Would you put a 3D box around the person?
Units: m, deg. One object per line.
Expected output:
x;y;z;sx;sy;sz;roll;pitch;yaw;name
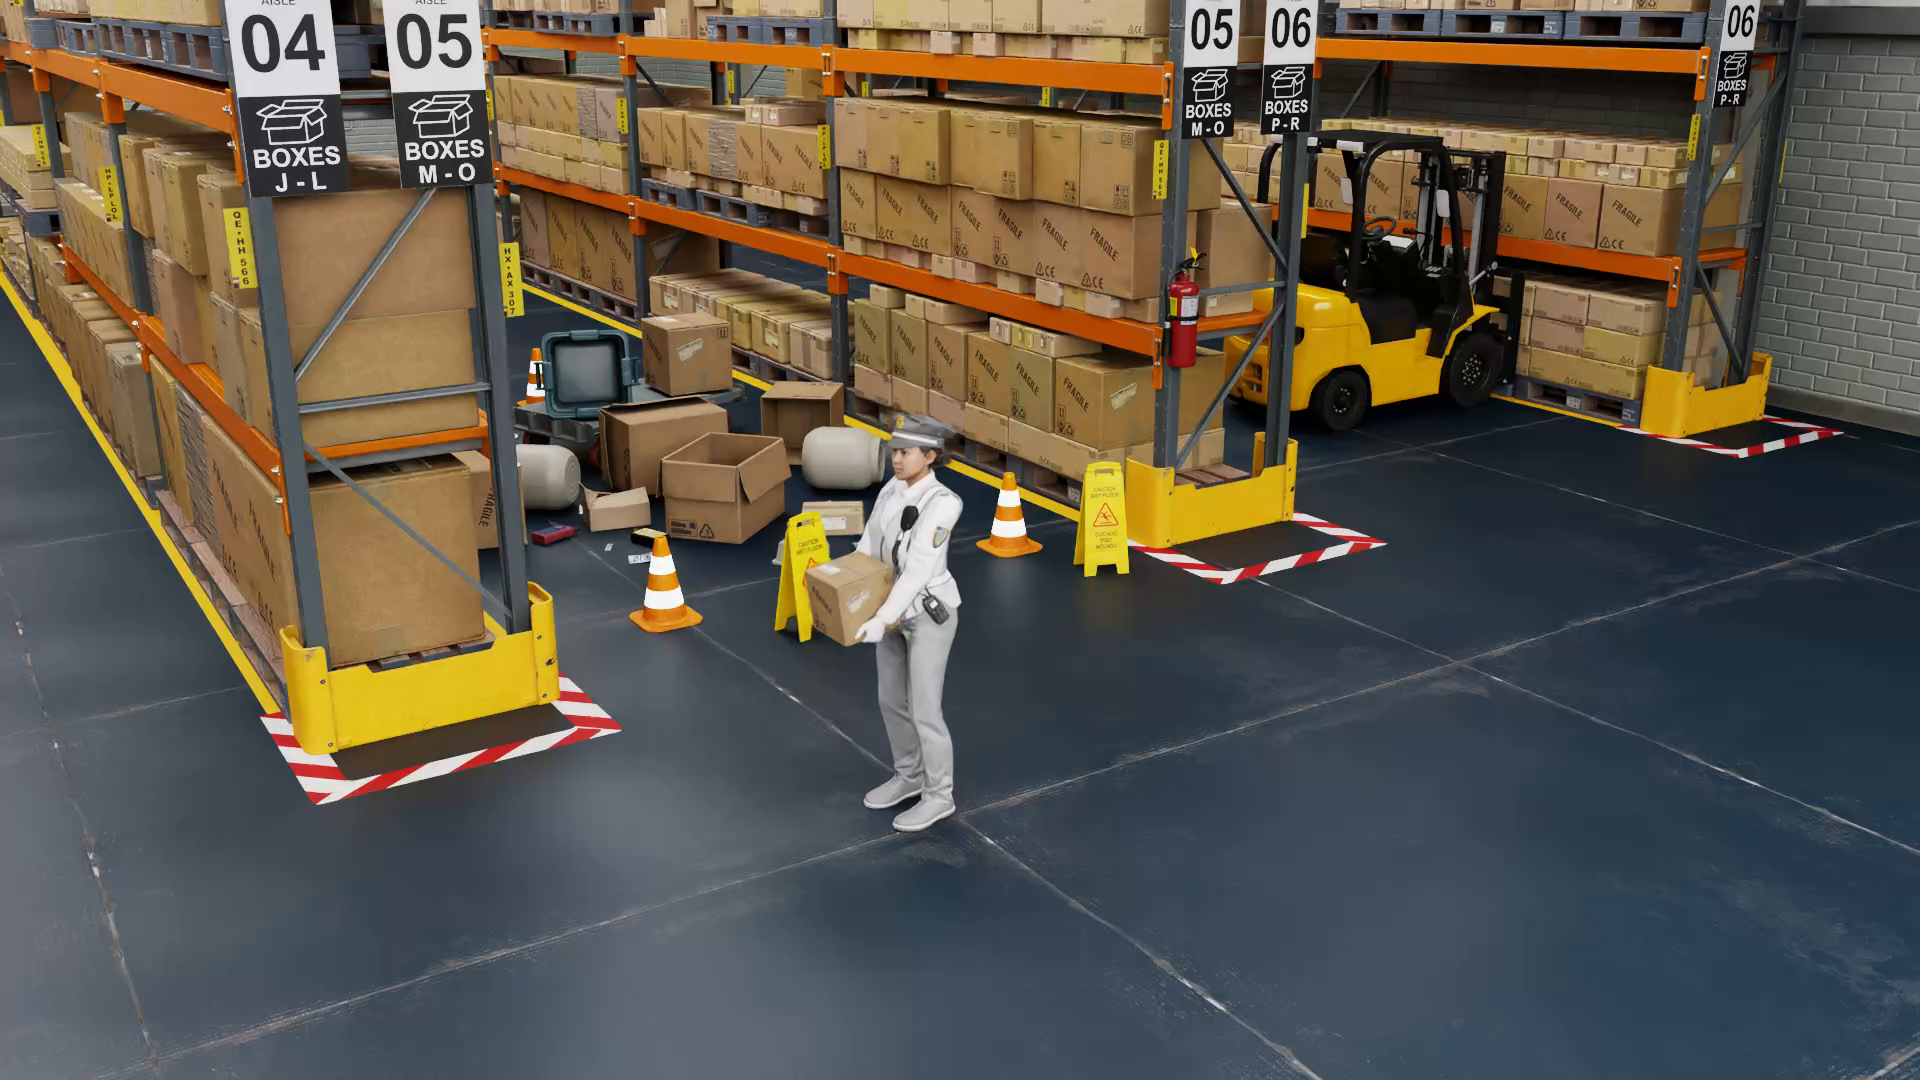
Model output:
-0.258;0.322;6.546;0.515;1.691;0.434;-12;22;-32;person
